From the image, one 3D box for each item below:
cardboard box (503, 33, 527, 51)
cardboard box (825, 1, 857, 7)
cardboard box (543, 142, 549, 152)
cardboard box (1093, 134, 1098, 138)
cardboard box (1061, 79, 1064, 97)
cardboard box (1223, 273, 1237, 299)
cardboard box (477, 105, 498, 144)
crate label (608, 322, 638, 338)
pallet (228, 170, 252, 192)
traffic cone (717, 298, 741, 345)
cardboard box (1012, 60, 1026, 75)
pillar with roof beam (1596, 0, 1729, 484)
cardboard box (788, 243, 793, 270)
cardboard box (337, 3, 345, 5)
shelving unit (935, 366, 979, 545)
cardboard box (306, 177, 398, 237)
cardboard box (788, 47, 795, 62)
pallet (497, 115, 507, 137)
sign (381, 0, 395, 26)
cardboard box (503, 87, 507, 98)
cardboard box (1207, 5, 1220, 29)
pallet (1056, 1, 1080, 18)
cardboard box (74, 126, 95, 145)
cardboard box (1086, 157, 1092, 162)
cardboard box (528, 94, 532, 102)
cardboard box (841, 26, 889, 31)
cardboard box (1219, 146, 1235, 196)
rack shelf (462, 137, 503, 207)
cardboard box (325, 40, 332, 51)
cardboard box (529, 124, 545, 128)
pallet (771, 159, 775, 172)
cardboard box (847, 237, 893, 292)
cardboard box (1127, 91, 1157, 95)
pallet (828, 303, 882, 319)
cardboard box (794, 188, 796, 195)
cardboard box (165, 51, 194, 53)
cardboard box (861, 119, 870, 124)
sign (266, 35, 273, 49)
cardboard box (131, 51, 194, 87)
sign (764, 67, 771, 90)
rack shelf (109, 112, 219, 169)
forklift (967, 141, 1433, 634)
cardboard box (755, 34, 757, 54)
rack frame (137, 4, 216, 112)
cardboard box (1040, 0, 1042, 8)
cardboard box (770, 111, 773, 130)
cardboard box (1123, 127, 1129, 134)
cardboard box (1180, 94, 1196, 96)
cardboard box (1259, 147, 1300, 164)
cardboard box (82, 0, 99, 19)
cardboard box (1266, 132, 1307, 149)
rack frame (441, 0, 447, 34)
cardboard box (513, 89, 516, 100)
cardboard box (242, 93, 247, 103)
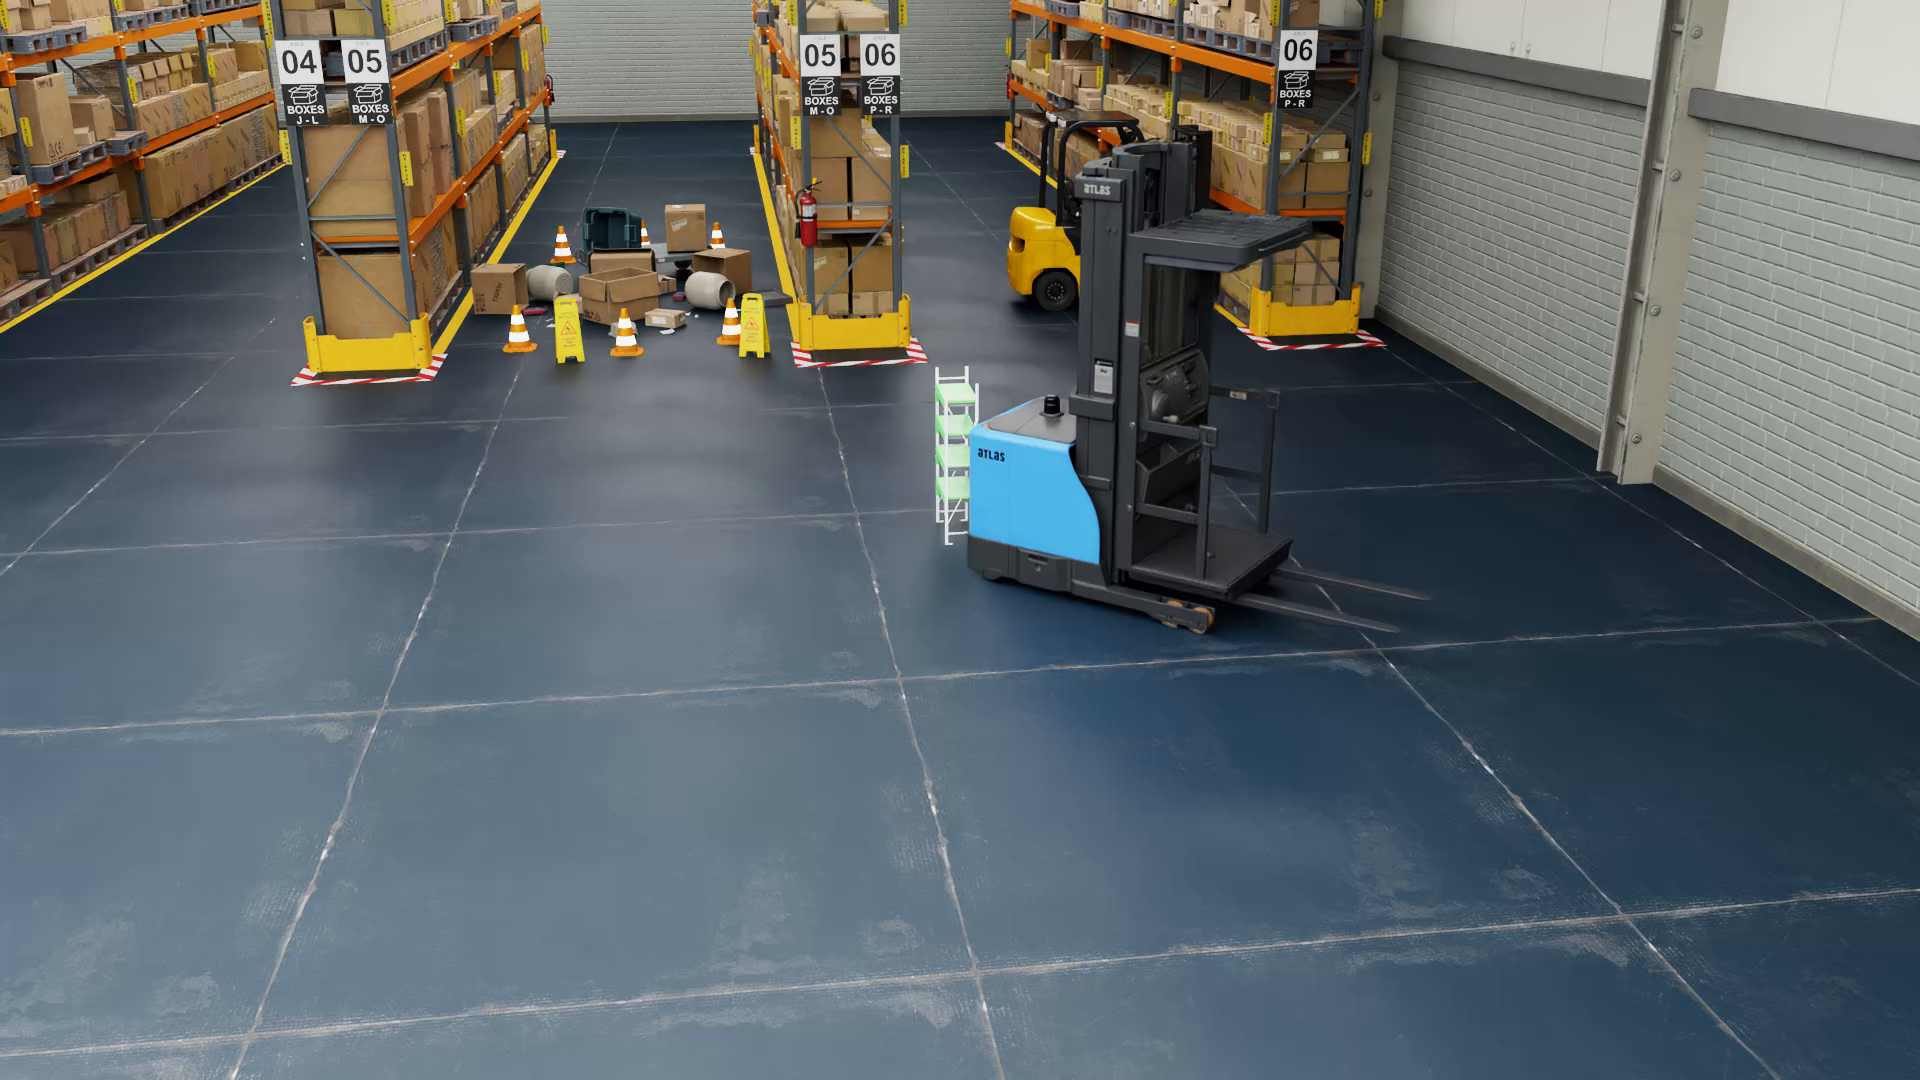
[{"bbox_3d":[-7.644,-8.342,28.266,0.500,0.500,0.500,-4,21,-9],"label":"cardboard box"},{"bbox_3d":[-1.431,-6.417,20.042,0.380,0.149,0.250,-2,21,-7],"label":"cardboard box"},{"bbox_3d":[-7.887,-7.330,31.030,0.380,0.149,0.250,-2,21,-6],"label":"cardboard box"},{"bbox_3d":[2.490,-6.918,28.497,0.380,0.149,0.250,-3,21,-7],"label":"cardboard box"},{"bbox_3d":[1.885,-7.509,27.627,0.396,0.266,0.258,-2,21,-5],"label":"cardboard box"},{"bbox_3d":[3.352,-2.949,19.155,0.500,0.250,0.500,-3,21,-8],"label":"cardboard box"},{"bbox_3d":[-6.823,-5.859,23.474,0.500,0.500,0.500,-3,21,-8],"label":"cardboard box"},{"bbox_3d":[-3.679,-2.308,18.199,0.250,0.136,0.298,-15,25,-35],"label":"crate label"},{"bbox_3d":[-12.685,-6.086,28.208,1.003,0.211,1.213,-3,21,-8],"label":"pallet"},{"bbox_3d":[-2.455,-2.365,17.887,0.336,0.463,0.334,-3,21,-8],"label":"traffic cone"},{"bbox_3d":[1.287,-9.159,32.242,0.500,0.250,0.500,-3,21,-7],"label":"cardboard box"},{"bbox_3d":[1.191,-4.524,11.467,9.100,9.000,0.400,-3,21,-8],"label":"pillar with roof beam"},{"bbox_3d":[-1.875,-3.545,20.751,0.500,0.250,0.500,-4,21,-10],"label":"cardboard box"},{"bbox_3d":[-6.490,-5.405,17.160,0.500,0.250,0.500,-3,21,-8],"label":"cardboard box"},{"bbox_3d":[-0.024,-0.619,12.160,0.258,1.200,0.503,-3,21,-8],"label":"shelving unit"},{"bbox_3d":[-6.099,-3.381,16.768,0.875,0.550,0.550,-3,21,-8],"label":"cardboard box"},{"bbox_3d":[-1.710,-5.396,18.449,0.380,0.149,0.250,-3,21,-8],"label":"cardboard box"},{"bbox_3d":[-7.362,-6.106,24.552,1.213,0.211,1.003,-3,21,-8],"label":"pallet"},{"bbox_3d":[-5.450,-5.063,15.834,0.100,0.325,0.005,-3,21,-8],"label":"sign"},{"bbox_3d":[-7.284,-6.974,25.935,0.380,0.149,0.250,-3,21,-8],"label":"cardboard box"},{"bbox_3d":[3.132,-6.163,19.591,0.396,0.266,0.258,-3,21,-9],"label":"cardboard box"},{"bbox_3d":[2.242,-8.605,26.950,1.213,0.211,1.003,-3,21,-8],"label":"pallet"},{"bbox_3d":[-11.569,-5.310,21.737,0.396,0.266,0.258,-4,21,-9],"label":"cardboard box"},{"bbox_3d":[2.306,-5.826,26.501,0.500,0.500,0.500,-3,21,-9],"label":"cardboard box"},{"bbox_3d":[-7.653,-7.697,28.896,0.380,0.149,0.250,-3,21,-7],"label":"cardboard box"},{"bbox_3d":[-0.988,-5.306,17.638,0.500,0.250,0.500,-3,21,-9],"label":"cardboard box"},{"bbox_3d":[3.324,-4.283,19.253,0.500,0.500,0.500,-3,21,-9],"label":"cardboard box"},{"bbox_3d":[-6.865,-4.925,22.145,1.077,0.370,4.000,-3,21,-8],"label":"rack shelf"},{"bbox_3d":[-6.419,-4.901,16.381,0.380,0.149,0.250,-3,21,-7],"label":"cardboard box"},{"bbox_3d":[-7.980,-7.694,31.153,0.380,0.149,0.250,-3,21,-7],"label":"cardboard box"},{"bbox_3d":[-2.879,-6.585,29.546,1.003,0.211,1.213,-3,21,-8],"label":"pallet"},{"bbox_3d":[-0.963,-3.031,18.302,0.500,0.500,0.500,-4,21,-10],"label":"cardboard box"},{"bbox_3d":[2.614,-6.361,23.891,0.380,0.149,0.250,-3,21,-7],"label":"cardboard box"},{"bbox_3d":[-1.210,-2.473,18.535,1.003,0.211,1.213,-3,21,-8],"label":"pallet"},{"bbox_3d":[-1.726,-4.082,19.218,0.380,0.149,0.250,-3,21,-8],"label":"cardboard box"},{"bbox_3d":[-13.052,-7.864,27.703,0.500,0.500,0.500,-3,21,-7],"label":"cardboard box"},{"bbox_3d":[-1.383,-4.899,20.479,0.500,0.500,0.500,-3,21,-9],"label":"cardboard box"},{"bbox_3d":[-12.690,-9.185,30.529,0.100,0.325,0.005,-3,21,-8],"label":"sign"},{"bbox_3d":[-12.553,-7.421,26.221,0.797,0.503,0.637,-3,21,-9],"label":"cardboard box"},{"bbox_3d":[-2.819,-6.753,24.354,0.100,0.325,0.005,-3,21,-8],"label":"sign"},{"bbox_3d":[-12.365,-6.095,25.276,1.077,0.370,4.000,-3,21,-8],"label":"rack shelf"},{"bbox_3d":[1.566,-0.988,10.672,3.031,2.935,1.130,13,24,30],"label":"forklift"},{"bbox_3d":[-3.472,-8.988,30.421,0.500,0.500,0.500,-3,21,-8],"label":"cardboard box"},{"bbox_3d":[-12.653,-7.125,27.005,1.000,3.000,0.127,-3,21,-8],"label":"rack frame"},{"bbox_3d":[1.628,-9.537,29.535,0.380,0.149,0.250,-3,21,-8],"label":"cardboard box"},{"bbox_3d":[-2.600,-6.331,25.095,0.500,0.250,0.500,-4,21,-10],"label":"cardboard box"},{"bbox_3d":[2.612,-5.903,23.947,0.500,0.250,0.500,-4,21,-10],"label":"cardboard box"},{"bbox_3d":[3.129,-6.209,23.483,0.380,0.149,0.250,-2,21,-6],"label":"cardboard box"},{"bbox_3d":[3.468,-4.178,18.045,0.380,0.149,0.250,-3,21,-7],"label":"cardboard box"},{"bbox_3d":[-11.675,-7.096,21.784,0.500,0.500,0.500,-3,21,-8],"label":"cardboard box"},{"bbox_3d":[3.535,-4.325,18.013,0.380,0.149,0.250,-3,21,-8],"label":"cardboard box"},{"bbox_3d":[-6.577,-7.380,19.115,1.000,3.000,0.127,-3,21,-8],"label":"rack frame"},{"bbox_3d":[-7.477,-7.291,27.210,0.380,0.149,0.250,-3,21,-9],"label":"cardboard box"},{"bbox_3d":[-12.593,-7.666,28.813,0.380,0.149,0.250,-4,21,-9],"label":"cardboard box"}]
